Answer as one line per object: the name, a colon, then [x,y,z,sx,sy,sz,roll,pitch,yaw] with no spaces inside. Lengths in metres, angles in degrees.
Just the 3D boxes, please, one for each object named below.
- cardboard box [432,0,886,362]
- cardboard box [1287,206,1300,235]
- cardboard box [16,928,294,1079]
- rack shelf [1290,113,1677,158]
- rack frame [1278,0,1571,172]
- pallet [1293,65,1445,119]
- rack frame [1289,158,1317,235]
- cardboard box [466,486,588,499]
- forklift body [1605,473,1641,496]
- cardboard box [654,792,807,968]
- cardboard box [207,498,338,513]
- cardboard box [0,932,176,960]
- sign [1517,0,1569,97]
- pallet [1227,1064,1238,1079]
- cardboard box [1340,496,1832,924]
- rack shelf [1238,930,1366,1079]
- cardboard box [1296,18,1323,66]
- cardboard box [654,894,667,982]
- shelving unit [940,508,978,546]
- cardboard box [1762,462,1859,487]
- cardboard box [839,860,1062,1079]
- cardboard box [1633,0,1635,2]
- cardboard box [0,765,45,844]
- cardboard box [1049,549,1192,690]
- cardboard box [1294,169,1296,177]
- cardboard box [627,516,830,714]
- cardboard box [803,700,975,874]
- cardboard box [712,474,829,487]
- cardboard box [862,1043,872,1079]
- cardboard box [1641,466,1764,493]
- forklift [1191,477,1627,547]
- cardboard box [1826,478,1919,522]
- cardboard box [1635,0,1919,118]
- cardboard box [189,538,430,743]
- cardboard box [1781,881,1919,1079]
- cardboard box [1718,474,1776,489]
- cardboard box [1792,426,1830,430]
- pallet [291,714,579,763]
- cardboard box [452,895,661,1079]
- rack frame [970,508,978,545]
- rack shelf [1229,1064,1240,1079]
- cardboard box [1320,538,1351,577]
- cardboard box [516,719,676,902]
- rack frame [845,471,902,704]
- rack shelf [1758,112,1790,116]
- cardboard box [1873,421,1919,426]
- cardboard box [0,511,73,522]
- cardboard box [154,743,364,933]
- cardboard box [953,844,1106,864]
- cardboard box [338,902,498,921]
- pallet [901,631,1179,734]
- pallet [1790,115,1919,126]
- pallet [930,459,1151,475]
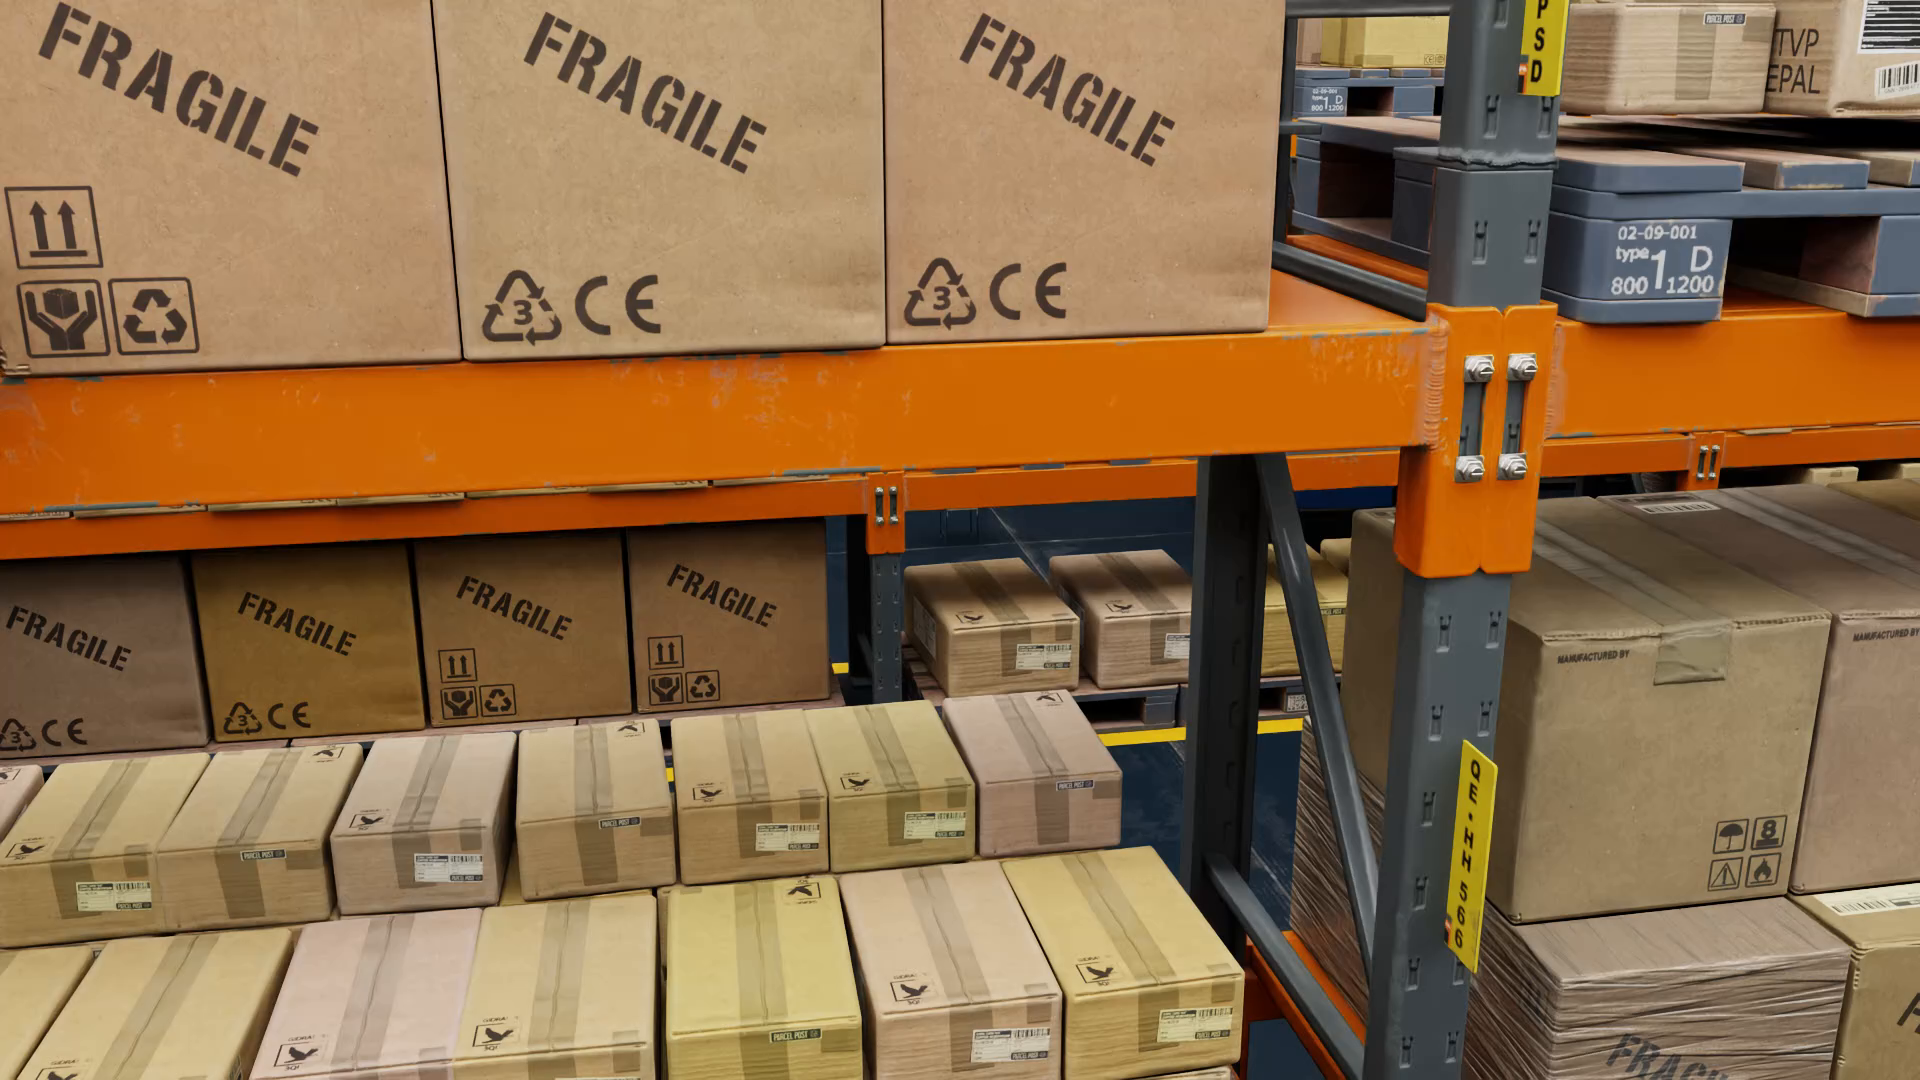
cardboard box: [-0.383,-0.531,2.153,0.500,0.500,0.500,-3,17,-10]
cardboard box: [2.952,-2.412,13.385,0.500,0.500,0.500,-3,17,-11]
cardboard box: [-1.046,0.680,2.190,0.250,0.149,0.380,-2,17,-8]
rack shelf: [1.544,-1.809,7.709,4.000,0.370,1.077,-3,17,-10]
rack frame: [0.618,-2.054,2.172,0.127,3.000,1.000,-3,17,-10]
pallet: [1.863,-2.112,7.791,1.003,0.211,1.213,-3,17,-10]
rack frame: [2.562,-2.261,13.064,0.127,3.000,1.000,-3,17,-10]
cardboard box: [-1.864,-0.376,7.184,0.500,0.250,0.500,-3,17,-11]
forklift body: [4.974,-1.447,11.858,1.214,2.155,2.313,-3,17,-10]
cardboard box: [-0.422,0.592,2.983,0.250,0.149,0.380,-4,17,-12]
cardboard box: [-2.851,-0.315,6.983,0.500,0.250,0.500,-3,17,-11]
cardboard box: [-1.423,0.648,2.798,0.250,0.149,0.380,-3,17,-8]
sign: [0.719,-0.711,2.027,0.005,0.325,0.100,-3,17,-10]
pallet: [-0.061,0.976,2.852,1.003,0.211,1.213,-3,17,-10]
cardboard box: [1.061,0.266,2.964,0.500,0.500,0.700,-3,17,-11]
rack shelf: [2.582,1.046,3.522,4.000,0.370,1.077,-3,17,-10]
cardboard box: [1.869,-2.413,7.992,0.500,0.250,0.500,-3,17,-11]
cardboard box: [-0.652,0.745,2.989,0.250,0.149,0.380,-2,17,-8]
shelving unit: [-0.008,-0.430,10.678,0.210,0.900,0.258,-3,17,-10]
cardboard box: [4.272,-0.330,8.363,0.250,0.149,0.380,-3,17,-10]
cardboard box: [-0.023,0.622,2.379,0.250,0.149,0.380,-3,17,-11]
cardboard box: [1.587,-0.971,3.021,0.500,0.311,0.500,-3,17,-10]
cardboard box: [-1.672,0.521,2.707,0.250,0.149,0.380,-4,18,-13]
cardboard box: [0.859,0.376,8.240,0.625,0.372,0.950,-4,17,-12]
cardboard box: [2.818,-2.866,13.252,0.250,0.149,0.380,-3,17,-10]
cardboard box: [-1.114,0.222,7.884,0.875,0.875,0.875,-3,17,-11]
cardboard box: [-0.136,0.434,2.988,0.250,0.149,0.380,-4,17,-12]
cardboard box: [-0.867,-0.433,7.368,0.500,0.250,0.500,-4,17,-12]
cardboard box: [-0.042,0.765,2.418,0.250,0.149,0.380,-3,17,-8]
cardboard box: [4.037,-0.185,8.997,0.500,0.500,0.500,-3,17,-11]
forklift: [3.118,-1.474,10.618,3.031,2.935,1.130,-1,17,-4]
cardboard box: [2.060,0.208,3.152,0.500,0.500,0.700,-4,17,-11]
cardboard box: [1.371,-0.803,2.474,0.500,0.311,0.500,-3,17,-10]
cardboard box: [-2.869,0.320,7.564,0.875,0.875,0.875,-3,17,-9]
cardboard box: [1.609,0.790,2.962,0.500,0.500,0.500,-3,17,-11]
cardboard box: [4.138,-0.030,8.492,0.500,0.500,0.500,-2,17,-8]
cardboard box: [4.115,-0.664,8.294,0.250,0.149,0.380,-3,17,-9]
pallet: [-2.404,0.815,7.800,1.213,0.211,1.003,-3,17,-10]
cardboard box: [-0.542,0.652,2.279,0.250,0.149,0.380,-3,17,-9]
rack frame: [0.092,-0.435,10.697,0.006,0.900,0.240,-3,17,-10]
rack shelf: [-1.346,1.269,2.796,4.000,0.370,1.077,-3,17,-10]
cardboard box: [2.287,0.296,8.499,0.625,0.372,0.950,-2,17,-7]
cardboard box: [-0.638,0.461,2.900,0.250,0.149,0.380,-4,18,-13]
rack frame: [-0.420,-0.608,7.681,0.127,3.000,1.000,-3,17,-10]
rack shelf: [5.471,-2.032,8.434,4.000,0.370,1.077,-3,17,-10]
cardboard box: [4.620,-0.692,8.383,0.250,0.149,0.380,-3,17,-9]
cardboard box: [-3.865,-0.261,6.810,0.500,0.250,0.500,-4,17,-12]
cardboard box: [-1.163,0.492,2.799,0.250,0.149,0.380,-3,17,-9]
cardboard box: [0.106,0.560,3.086,0.250,0.149,0.380,-2,17,-8]
cardboard box: [-0.914,0.619,2.893,0.250,0.149,0.380,-3,17,-10]
pallet: [0.347,0.682,8.231,1.213,0.211,1.003,-3,17,-10]
pallet: [2.338,-0.644,3.013,1.213,0.211,1.003,-2,17,-8]
pallet: [0.259,-0.586,7.938,1.003,0.211,1.213,-3,17,-10]
